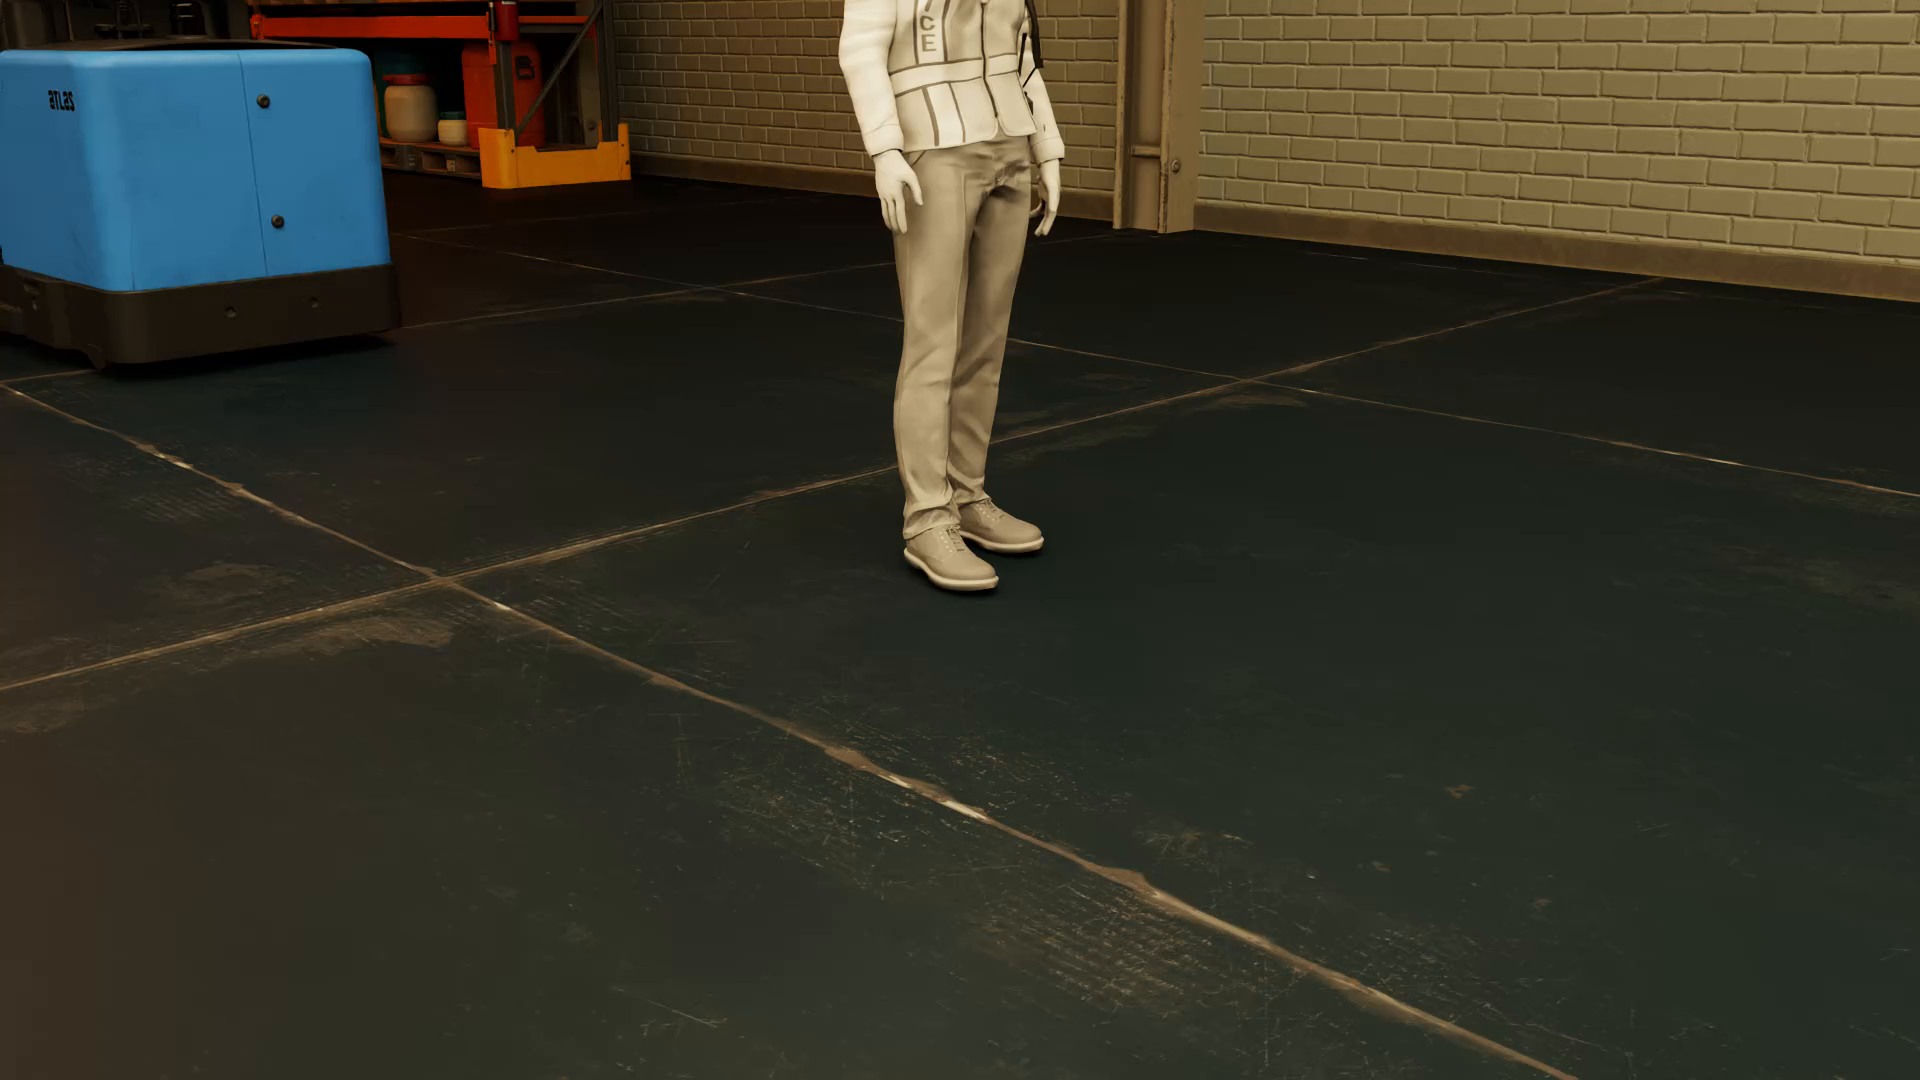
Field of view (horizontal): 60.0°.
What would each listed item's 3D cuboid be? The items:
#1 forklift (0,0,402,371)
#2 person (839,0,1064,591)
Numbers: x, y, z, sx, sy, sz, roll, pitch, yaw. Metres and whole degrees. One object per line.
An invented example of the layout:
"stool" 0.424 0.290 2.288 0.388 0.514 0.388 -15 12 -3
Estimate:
"forklift" -3.519 -2.325 6.462 3.031 2.935 1.130 15 23 41
"person" 0.044 -0.801 3.592 0.530 1.694 0.586 16 23 42
